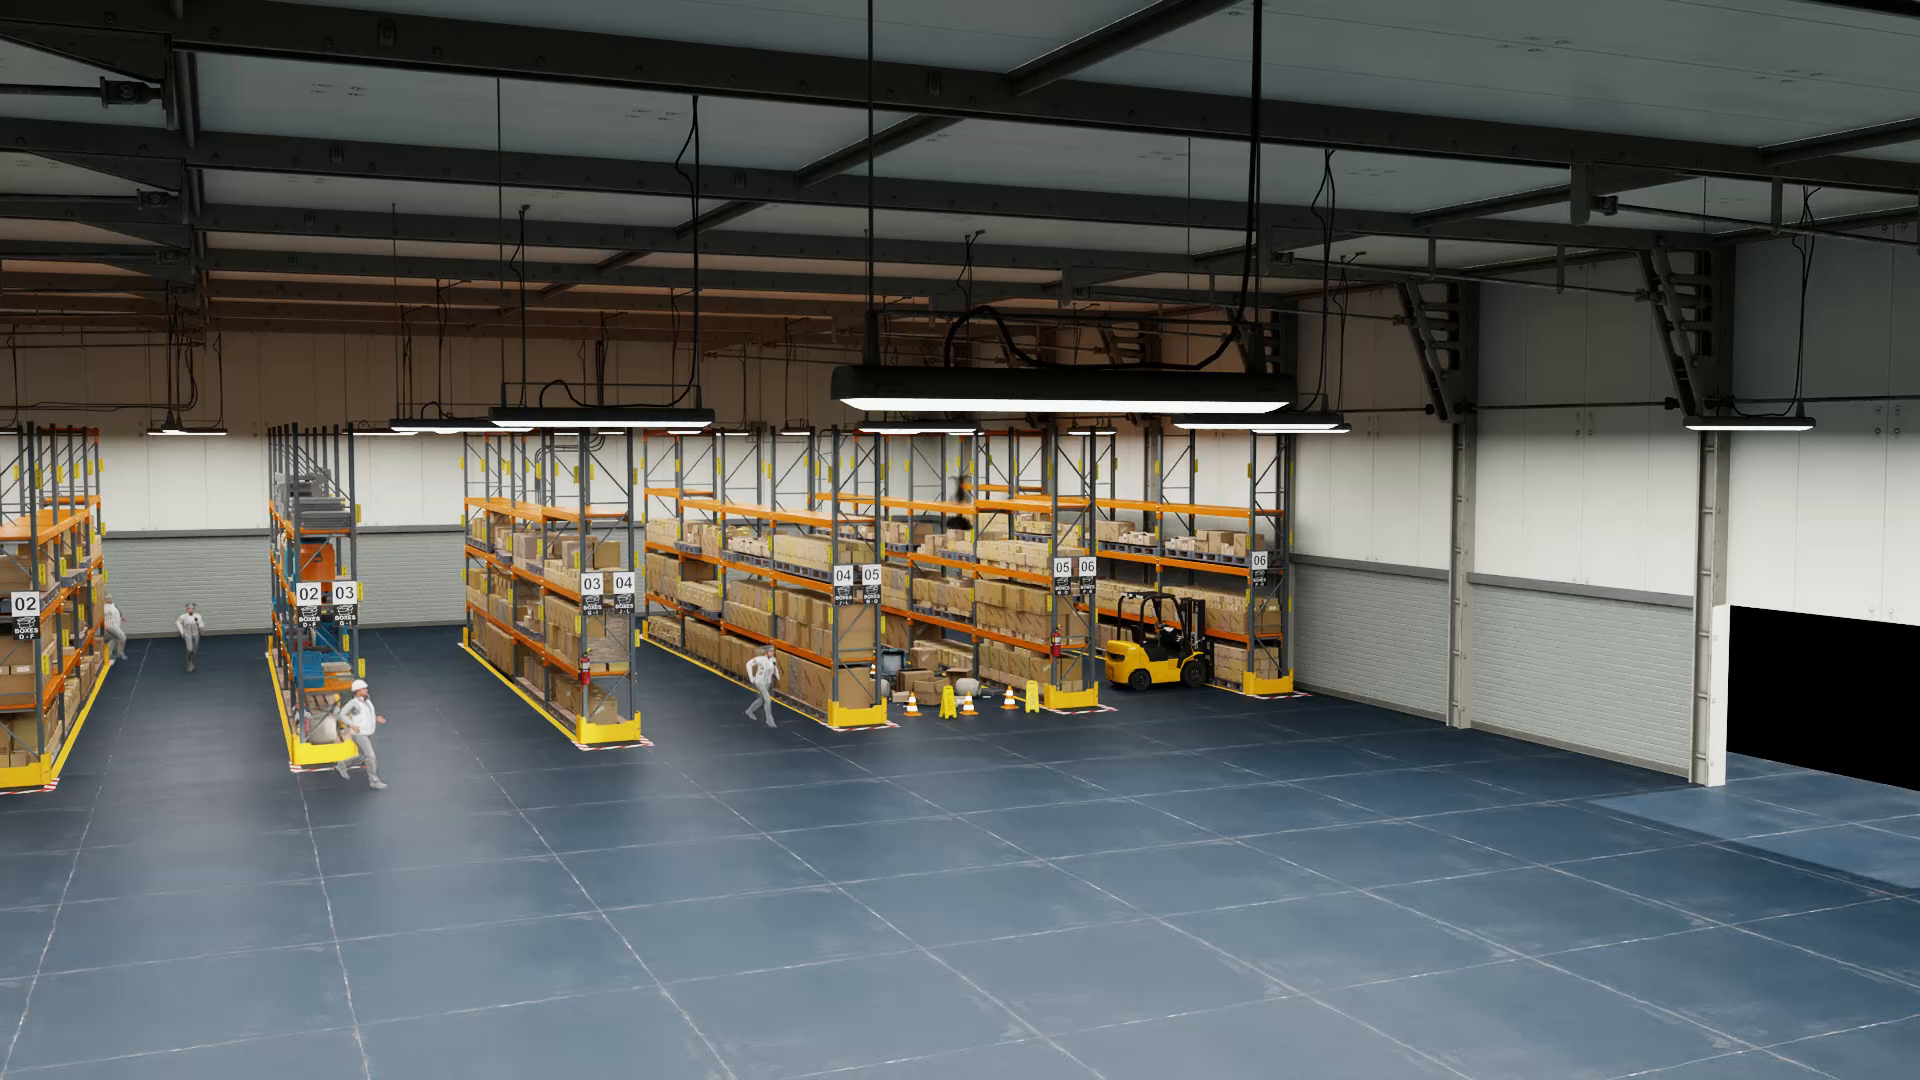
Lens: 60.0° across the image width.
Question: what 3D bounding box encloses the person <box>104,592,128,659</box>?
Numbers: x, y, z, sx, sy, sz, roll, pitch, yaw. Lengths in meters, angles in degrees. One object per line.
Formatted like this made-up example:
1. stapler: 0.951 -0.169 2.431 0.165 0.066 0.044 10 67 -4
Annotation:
1. person: -21.913 2.255 43.042 0.657 1.793 0.687 -1 4 -8

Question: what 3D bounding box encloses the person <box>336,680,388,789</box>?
1. person: -9.822 3.178 27.238 0.931 1.777 0.663 0 4 7

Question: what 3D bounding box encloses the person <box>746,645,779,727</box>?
1. person: -3.982 2.908 33.216 0.882 1.698 0.654 3 5 41

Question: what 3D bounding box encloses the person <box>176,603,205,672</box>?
1. person: -18.909 2.400 40.910 0.612 1.719 0.758 -2 4 -31
